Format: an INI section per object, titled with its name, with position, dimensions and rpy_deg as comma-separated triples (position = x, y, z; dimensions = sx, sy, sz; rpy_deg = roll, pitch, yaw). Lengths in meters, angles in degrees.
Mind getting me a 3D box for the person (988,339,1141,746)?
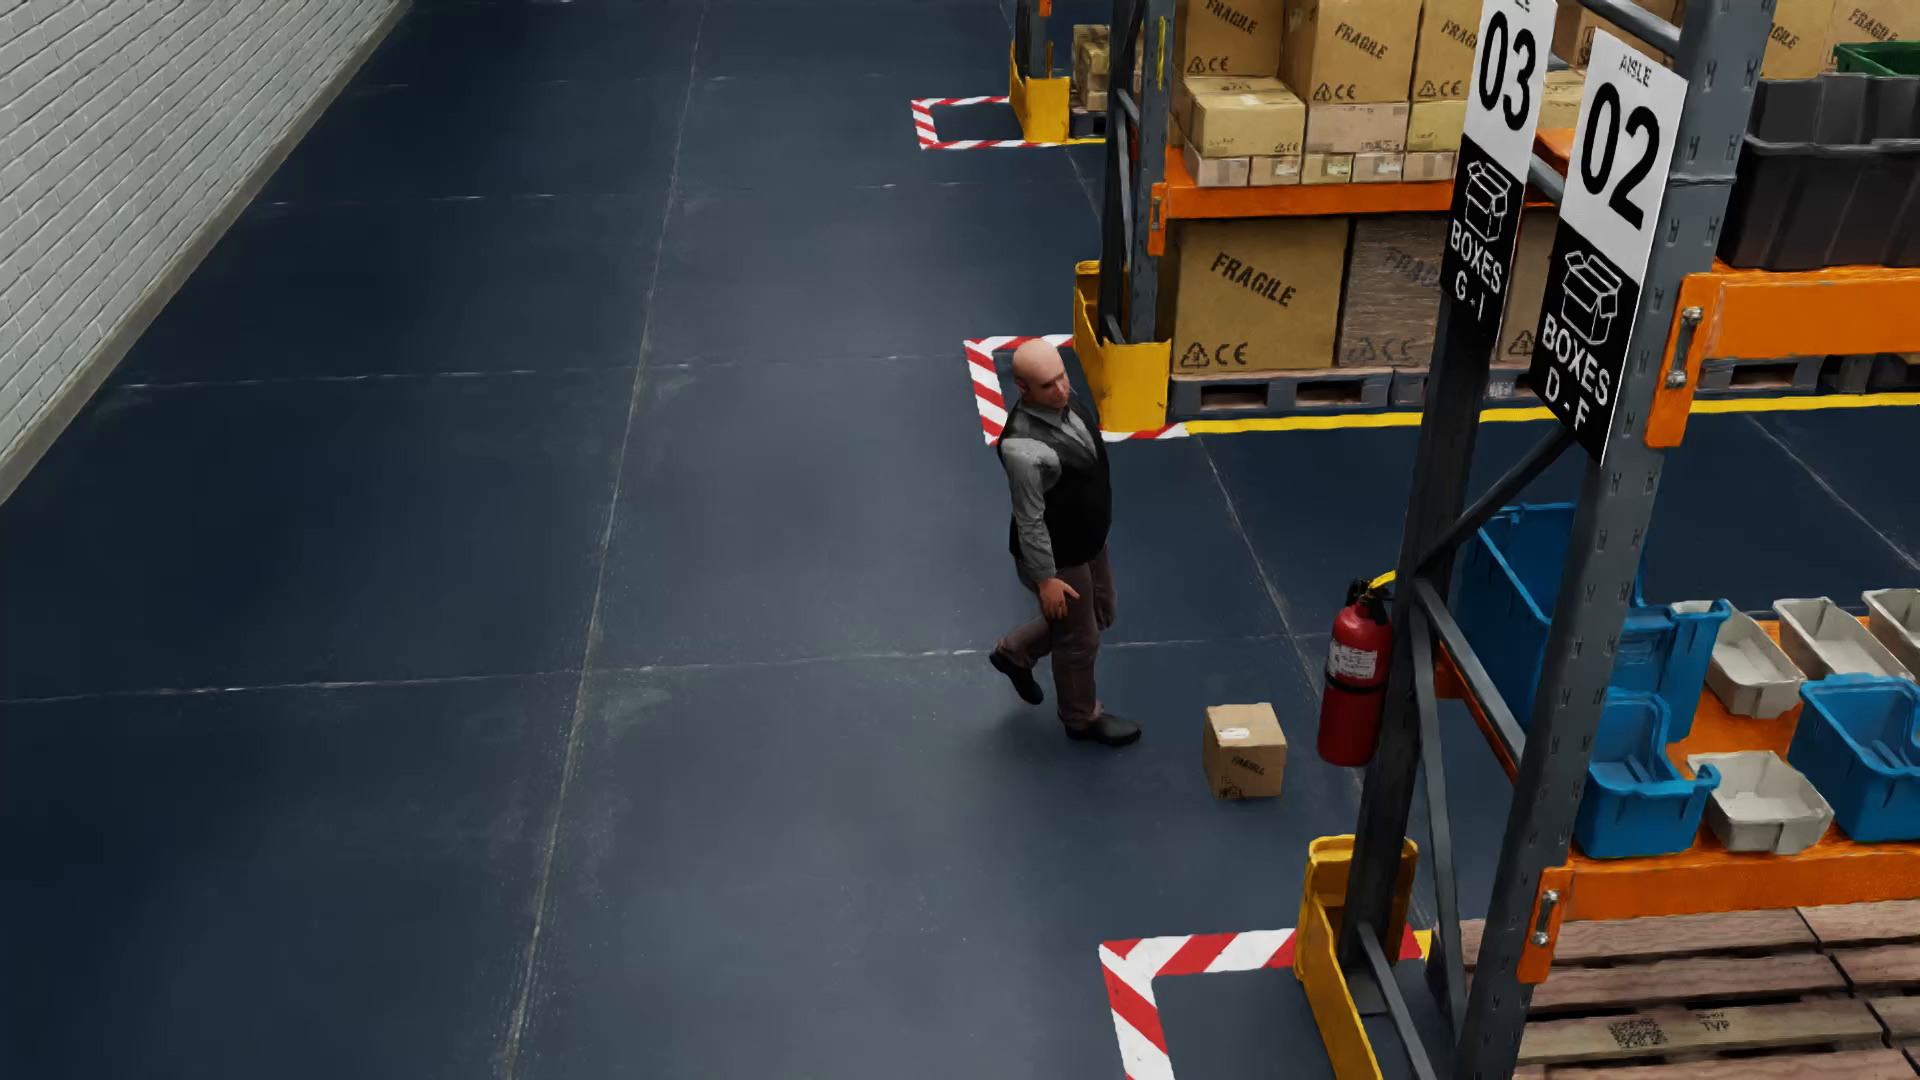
[person]
position = 0.384, 0.074, 6.134
dimensions = 0.644, 1.615, 0.558
rpy_deg = 9, 32, 14
